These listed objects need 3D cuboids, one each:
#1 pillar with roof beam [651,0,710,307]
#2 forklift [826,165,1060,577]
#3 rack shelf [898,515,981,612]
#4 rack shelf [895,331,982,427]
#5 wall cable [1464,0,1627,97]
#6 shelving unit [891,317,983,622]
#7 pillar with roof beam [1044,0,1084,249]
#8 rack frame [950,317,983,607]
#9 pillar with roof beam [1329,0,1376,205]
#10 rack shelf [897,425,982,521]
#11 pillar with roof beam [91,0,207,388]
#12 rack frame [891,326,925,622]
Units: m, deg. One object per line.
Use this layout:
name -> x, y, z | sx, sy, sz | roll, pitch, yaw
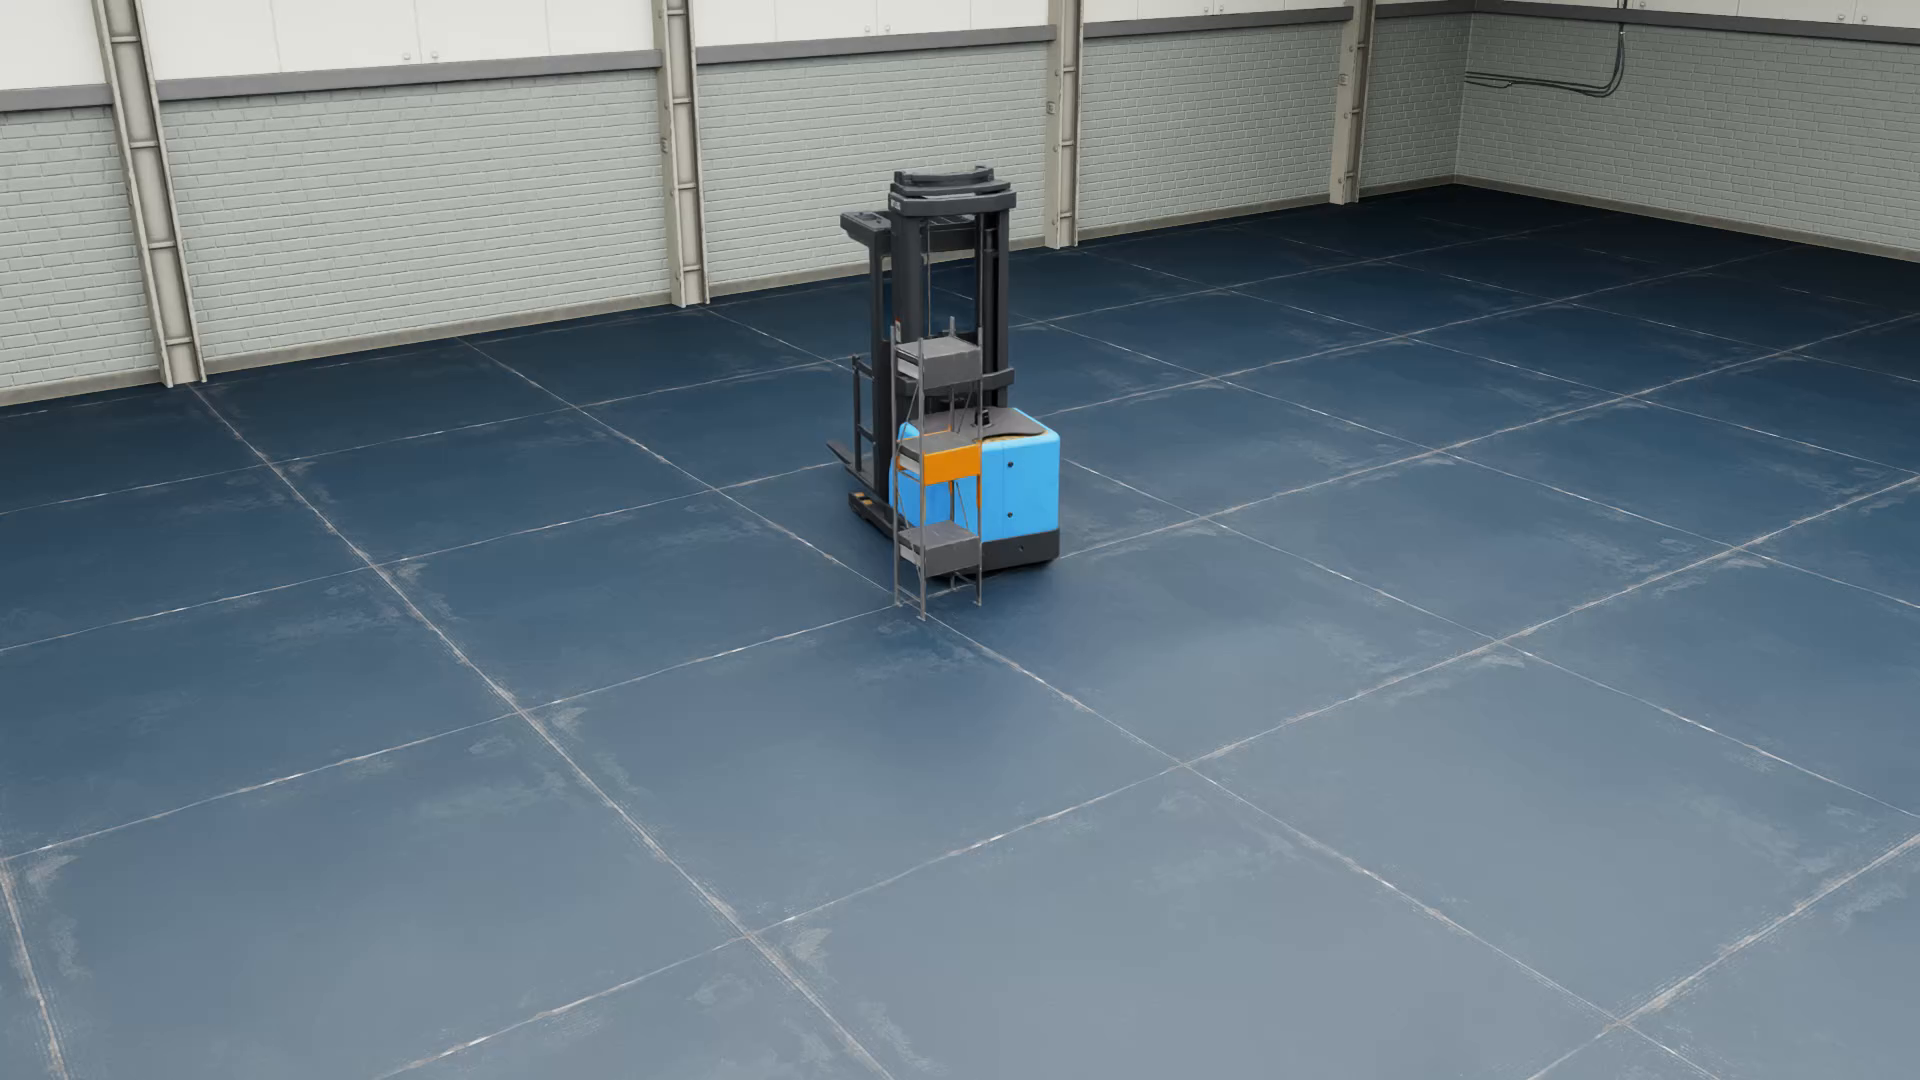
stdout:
pillar with roof beam -> -0.889, -5.877, 16.076 | 0.400, 9.000, 9.100 | -15, 26, -33
forklift -> -0.292, -1.591, 13.525 | 1.130, 2.935, 3.031 | -9, 24, -22
rack shelf -> -0.162, 0.165, 12.169 | 0.480, 0.518, 0.431 | -13, 25, -30
rack shelf -> -0.162, -1.135, 11.649 | 0.480, 0.518, 0.431 | -13, 25, -30
wall cable -> 9.501, -8.567, 27.007 | 0.112, 2.526, 3.097 | -15, 26, -33
shelving unit -> -0.162, -0.497, 11.904 | 0.503, 2.100, 0.431 | -13, 25, -30
pillar with roof beam -> 3.981, -7.175, 19.331 | 0.400, 9.000, 9.100 | -15, 26, -33
rack frame -> 0.043, -0.546, 12.027 | 0.015, 2.100, 0.400 | -13, 25, -30
pillar with roof beam -> 8.852, -8.474, 22.585 | 0.400, 9.000, 9.100 | -15, 26, -33
rack shelf -> -0.162, -0.485, 11.909 | 0.480, 0.518, 0.431 | -13, 25, -30
pillar with roof beam -> -5.760, -4.578, 12.821 | 0.400, 9.000, 9.100 | -15, 26, -33
rack frame -> -0.367, -0.448, 11.781 | 0.015, 2.100, 0.400 | -13, 25, -30
